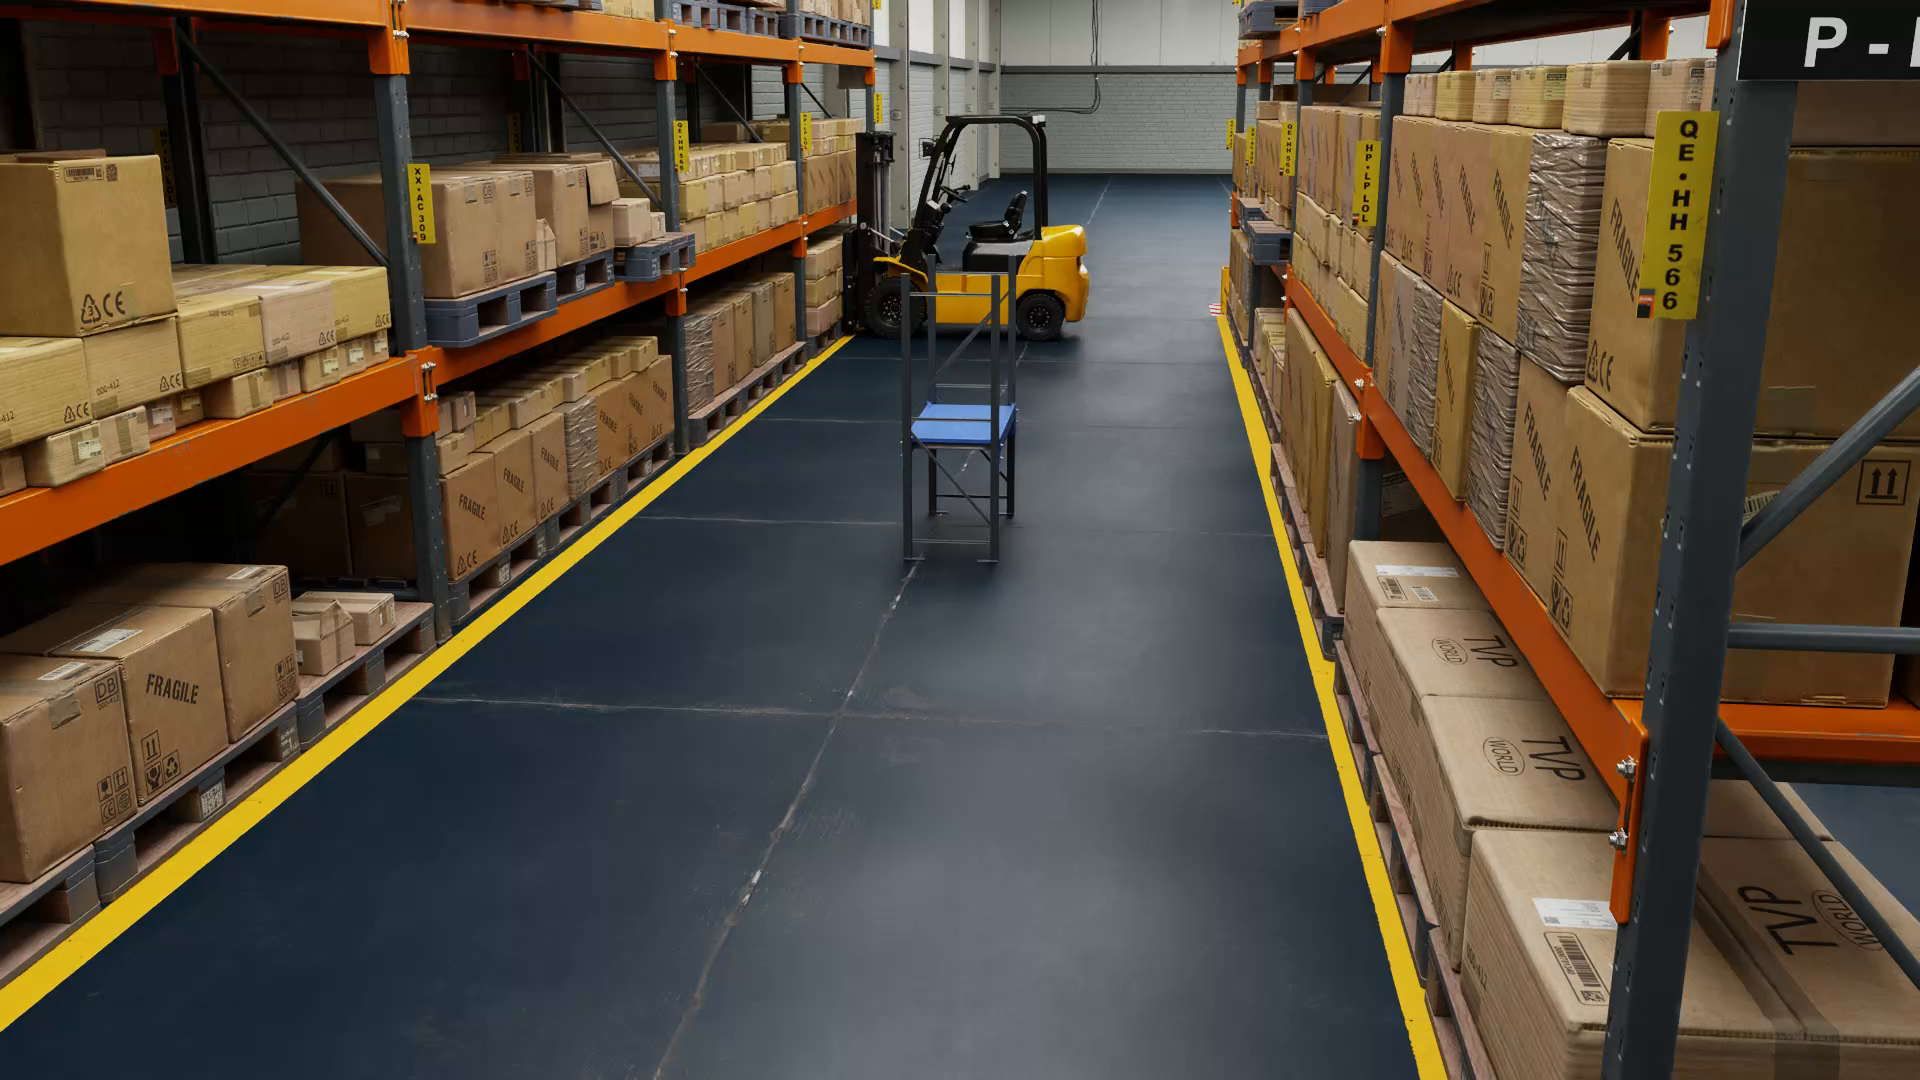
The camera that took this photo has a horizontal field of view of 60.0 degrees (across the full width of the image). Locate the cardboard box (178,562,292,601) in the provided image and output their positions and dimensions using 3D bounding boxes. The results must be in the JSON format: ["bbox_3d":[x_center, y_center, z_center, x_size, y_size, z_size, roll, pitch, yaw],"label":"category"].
[{"bbox_3d":[-3.109,0.256,6.817,0.500,0.311,0.500,2,15,8],"label":"cardboard box"}]

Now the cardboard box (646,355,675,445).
[{"bbox_3d":[-2.182,-0.922,10.808,0.500,0.500,0.500,2,15,8],"label":"cardboard box"}]

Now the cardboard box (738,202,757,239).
[{"bbox_3d":[-1.882,-2.476,12.858,0.500,0.250,0.500,2,15,8],"label":"cardboard box"}]

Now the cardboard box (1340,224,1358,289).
[{"bbox_3d":[1.990,-1.279,7.476,0.500,0.250,0.500,2,15,8],"label":"cardboard box"}]

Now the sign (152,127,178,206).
[{"bbox_3d":[-3.351,-1.578,7.035,0.100,0.325,0.005,2,15,6],"label":"sign"}]

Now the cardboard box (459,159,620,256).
[{"bbox_3d":[-2.348,-1.865,9.311,0.797,0.503,0.637,1,15,5],"label":"cardboard box"}]

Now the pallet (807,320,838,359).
[{"bbox_3d":[-1.765,-1.938,15.924,1.003,0.211,1.213,2,15,6],"label":"pallet"}]

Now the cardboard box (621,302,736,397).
[{"bbox_3d":[-2.198,-1.429,12.445,0.875,0.625,0.625,2,15,8],"label":"cardboard box"}]

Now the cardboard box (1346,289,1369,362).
[{"bbox_3d":[1.933,-0.910,7.069,0.500,0.250,0.500,1,15,5],"label":"cardboard box"}]

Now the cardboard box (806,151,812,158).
[{"bbox_3d":[-1.572,-3.582,15.230,0.380,0.149,0.250,2,15,8],"label":"cardboard box"}]

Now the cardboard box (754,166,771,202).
[{"bbox_3d":[-1.812,-2.847,13.274,0.500,0.250,0.500,2,15,7],"label":"cardboard box"}]

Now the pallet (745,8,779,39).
[{"bbox_3d":[-1.983,-4.205,13.588,0.805,0.209,1.217,1,15,4],"label":"pallet"}]

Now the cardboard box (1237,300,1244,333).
[{"bbox_3d":[2.886,-2.109,15.677,0.500,0.250,0.500,1,15,5],"label":"cardboard box"}]

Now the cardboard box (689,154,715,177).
[{"bbox_3d":[-1.970,-2.682,11.899,0.380,0.149,0.250,2,15,7],"label":"cardboard box"}]

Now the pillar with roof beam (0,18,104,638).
[{"bbox_3d":[0.504,-3.619,5.307,9.100,9.000,0.400,2,15,6],"label":"pillar with roof beam"}]

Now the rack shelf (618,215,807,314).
[{"bbox_3d":[-2.122,-2.213,12.978,1.077,0.370,4.000,2,15,6],"label":"rack shelf"}]

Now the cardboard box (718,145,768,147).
[{"bbox_3d":[-1.805,-3.216,13.874,0.380,0.149,0.250,2,15,6],"label":"cardboard box"}]

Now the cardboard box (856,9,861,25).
[{"bbox_3d":[-1.237,-5.470,17.384,0.380,0.149,0.250,1,15,5],"label":"cardboard box"}]

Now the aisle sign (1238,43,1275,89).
[{"bbox_3d":[3.186,-5.251,17.856,0.394,0.787,0.004,2,15,6],"label":"aisle sign"}]

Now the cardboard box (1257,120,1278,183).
[{"bbox_3d":[2.642,-3.085,13.259,0.500,0.500,0.500,2,15,6],"label":"cardboard box"}]

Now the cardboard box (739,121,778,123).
[{"bbox_3d":[-1.984,-4.007,16.229,0.380,0.149,0.250,2,15,6],"label":"cardboard box"}]

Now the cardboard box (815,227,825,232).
[{"bbox_3d":[-1.740,-3.226,17.892,0.500,0.250,0.500,2,15,6],"label":"cardboard box"}]

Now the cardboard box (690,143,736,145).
[{"bbox_3d":[-2.149,-3.356,14.391,0.380,0.149,0.250,1,15,5],"label":"cardboard box"}]

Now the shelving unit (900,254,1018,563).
[{"bbox_3d":[0.010,-0.746,9.048,0.538,1.500,1.048,2,15,6],"label":"shelving unit"}]

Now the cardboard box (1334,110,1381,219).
[{"bbox_3d":[2.062,-1.778,7.885,0.500,0.500,0.500,2,15,8],"label":"cardboard box"}]

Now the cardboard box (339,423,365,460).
[{"bbox_3d":[-3.020,-0.486,7.953,0.380,0.149,0.250,2,15,6],"label":"cardboard box"}]

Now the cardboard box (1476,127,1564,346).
[{"bbox_3d":[1.588,-0.749,4.078,0.500,0.500,0.500,2,15,6],"label":"cardboard box"}]

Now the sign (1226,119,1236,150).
[{"bbox_3d":[2.948,-4.405,18.048,0.100,0.325,0.005,2,15,6],"label":"sign"}]

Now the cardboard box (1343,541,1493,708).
[{"bbox_3d":[1.956,0.335,6.281,0.875,0.438,0.875,1,15,5],"label":"cardboard box"}]

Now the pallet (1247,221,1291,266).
[{"bbox_3d":[2.559,-1.992,11.149,1.213,0.211,1.003,2,15,6],"label":"pallet"}]

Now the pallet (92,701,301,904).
[{"bbox_3d":[-3.013,0.838,5.661,1.003,0.211,1.213,2,15,6],"label":"pallet"}]

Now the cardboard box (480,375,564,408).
[{"bbox_3d":[-2.408,-0.810,9.152,0.380,0.149,0.250,2,15,6],"label":"cardboard box"}]

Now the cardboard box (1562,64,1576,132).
[{"bbox_3d":[1.543,-0.965,3.633,0.380,0.149,0.250,2,15,8],"label":"cardboard box"}]

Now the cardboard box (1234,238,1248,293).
[{"bbox_3d":[3.000,-2.736,16.559,0.500,0.500,0.500,2,15,7],"label":"cardboard box"}]

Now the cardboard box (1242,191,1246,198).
[{"bbox_3d":[2.932,-3.302,16.107,0.380,0.149,0.250,2,15,7],"label":"cardboard box"}]

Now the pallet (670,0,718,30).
[{"bbox_3d":[-2.360,-3.577,11.259,1.213,0.211,1.003,2,15,9],"label":"pallet"}]

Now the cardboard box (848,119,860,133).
[{"bbox_3d":[-1.276,-4.389,17.642,0.380,0.149,0.250,2,15,8],"label":"cardboard box"}]

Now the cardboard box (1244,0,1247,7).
[{"bbox_3d":[3.040,-5.405,16.611,0.380,0.149,0.250,2,15,6],"label":"cardboard box"}]

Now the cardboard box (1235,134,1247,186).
[{"bbox_3d":[3.103,-3.914,17.128,0.500,0.500,0.500,2,15,8],"label":"cardboard box"}]

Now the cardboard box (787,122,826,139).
[{"bbox_3d":[-1.475,-3.859,15.681,0.380,0.149,0.250,2,15,8],"label":"cardboard box"}]

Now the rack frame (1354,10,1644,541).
[{"bbox_3d":[2.133,-0.859,6.592,1.000,3.000,0.127,2,15,6],"label":"rack frame"}]

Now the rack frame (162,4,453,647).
[{"bbox_3d":[-2.799,-1.004,7.129,1.000,3.000,0.127,2,15,6],"label":"rack frame"}]

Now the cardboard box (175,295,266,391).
[{"bbox_3d":[-2.726,-0.677,5.635,0.500,0.250,0.500,2,15,6],"label":"cardboard box"}]

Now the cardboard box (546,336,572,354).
[{"bbox_3d":[-2.716,-1.225,10.686,0.380,0.149,0.250,2,15,9],"label":"cardboard box"}]

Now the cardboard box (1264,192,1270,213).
[{"bbox_3d":[2.485,-2.544,12.500,0.380,0.149,0.250,2,15,8],"label":"cardboard box"}]

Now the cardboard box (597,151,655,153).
[{"bbox_3d":[-2.494,-2.828,12.440,0.380,0.149,0.250,1,15,5],"label":"cardboard box"}]

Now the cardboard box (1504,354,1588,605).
[{"bbox_3d":[1.545,-0.132,3.713,0.500,0.500,0.500,1,15,5],"label":"cardboard box"}]

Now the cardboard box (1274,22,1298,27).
[{"bbox_3d":[2.768,-4.351,14.243,0.380,0.149,0.250,2,15,7],"label":"cardboard box"}]

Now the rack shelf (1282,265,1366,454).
[{"bbox_3d":[2.359,-1.030,8.604,1.077,0.370,4.000,2,15,6],"label":"rack shelf"}]

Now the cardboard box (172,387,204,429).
[{"bbox_3d":[-2.795,-0.458,5.592,0.380,0.149,0.250,2,15,7],"label":"cardboard box"}]

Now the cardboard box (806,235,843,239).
[{"bbox_3d":[-1.351,-2.951,16.876,0.500,0.250,0.500,1,15,5],"label":"cardboard box"}]

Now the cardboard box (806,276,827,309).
[{"bbox_3d":[-1.535,-2.312,15.471,0.500,0.250,0.500,2,15,6],"label":"cardboard box"}]

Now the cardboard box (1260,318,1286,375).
[{"bbox_3d":[2.901,-1.545,13.360,0.950,0.372,0.625,3,15,10],"label":"cardboard box"}]
